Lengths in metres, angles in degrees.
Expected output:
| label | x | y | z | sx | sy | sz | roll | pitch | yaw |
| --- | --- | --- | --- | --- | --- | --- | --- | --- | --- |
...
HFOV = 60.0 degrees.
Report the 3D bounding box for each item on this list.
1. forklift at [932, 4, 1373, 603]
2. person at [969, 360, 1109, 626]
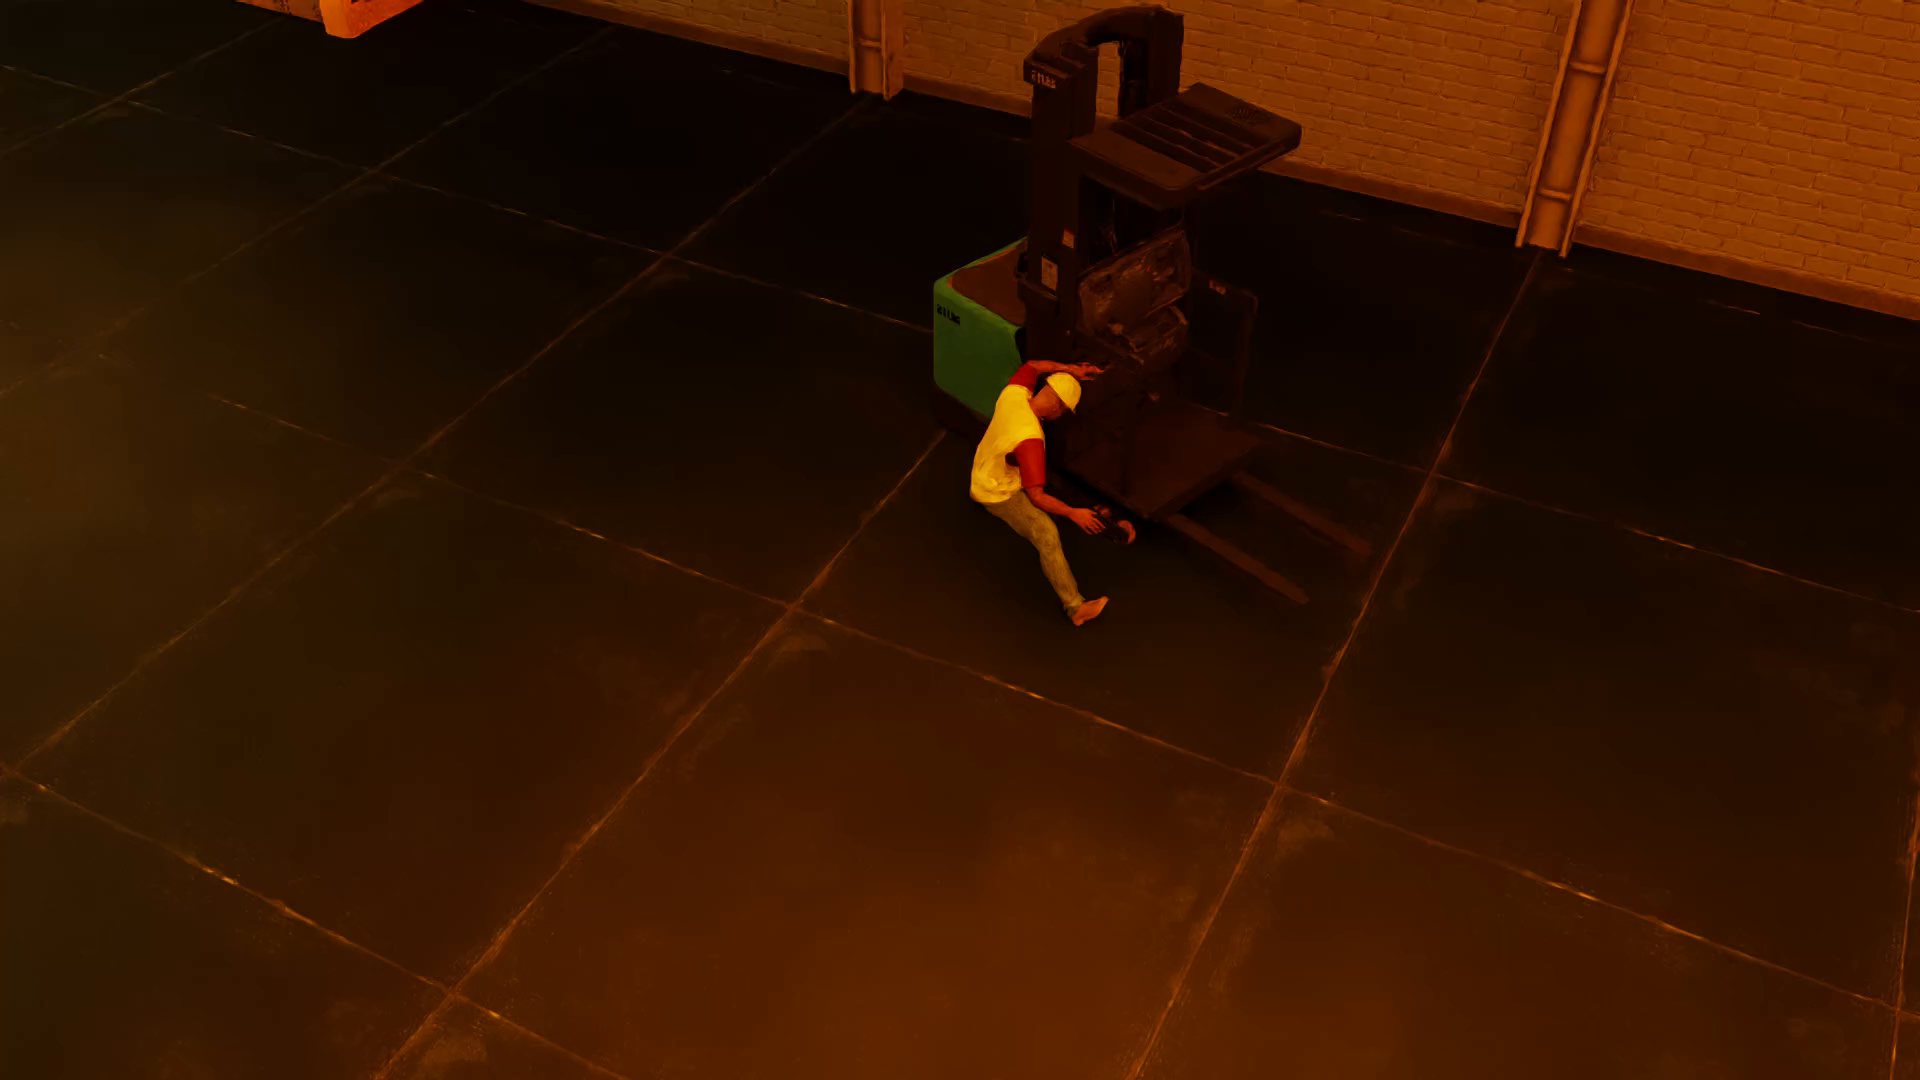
| label | x | y | z | sx | sy | sz | roll | pitch | yaw |
| --- | --- | --- | --- | --- | --- | --- | --- | --- | --- |
| forklift | 1.178 | -1.456 | 9.715 | 1.130 | 2.935 | 3.031 | -31 | 49 | -31 |
| person | 0.460 | -0.417 | 9.682 | 0.920 | 1.405 | 1.298 | 4 | 40 | 5 |
